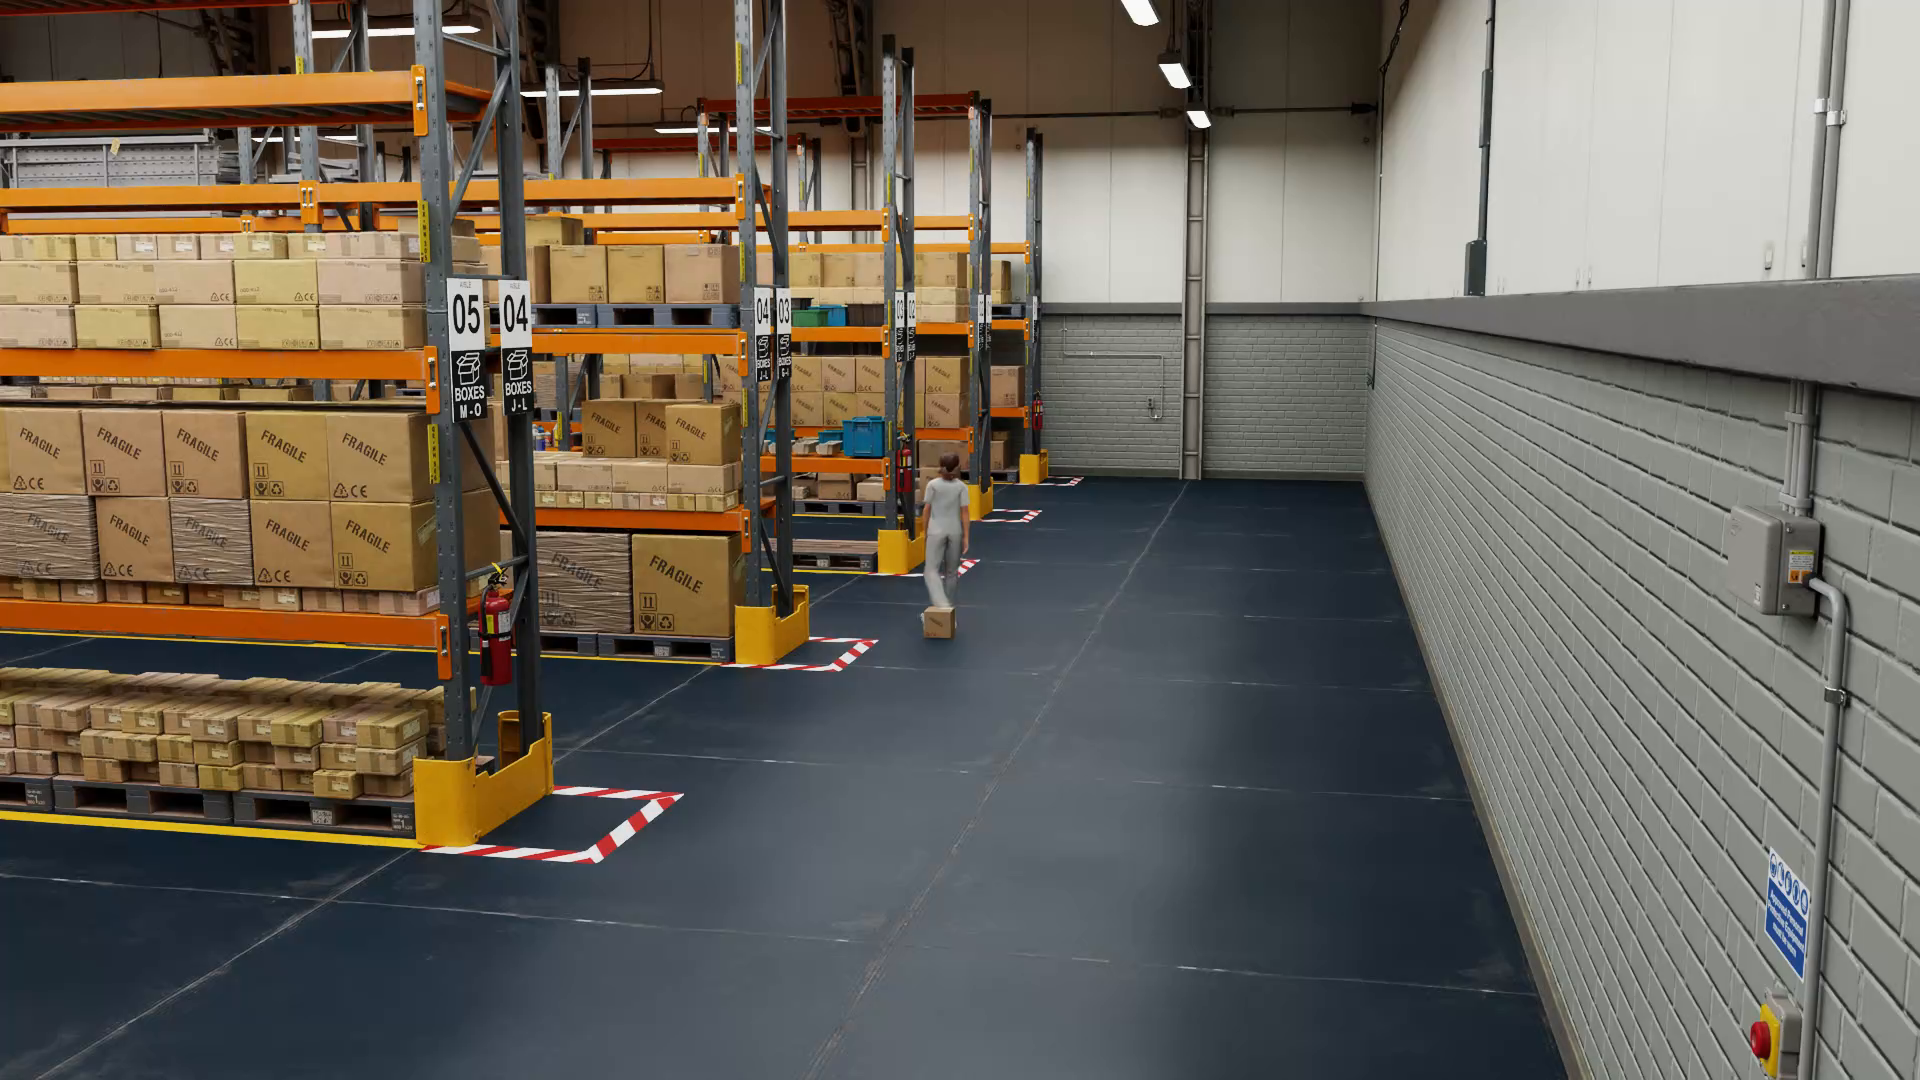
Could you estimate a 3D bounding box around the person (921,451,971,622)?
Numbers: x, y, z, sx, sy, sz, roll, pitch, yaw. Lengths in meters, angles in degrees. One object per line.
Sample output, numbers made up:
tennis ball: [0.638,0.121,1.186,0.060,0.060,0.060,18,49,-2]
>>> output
person: [-0.138,-0.004,15.838,0.501,1.666,0.616,-1,8,-7]
